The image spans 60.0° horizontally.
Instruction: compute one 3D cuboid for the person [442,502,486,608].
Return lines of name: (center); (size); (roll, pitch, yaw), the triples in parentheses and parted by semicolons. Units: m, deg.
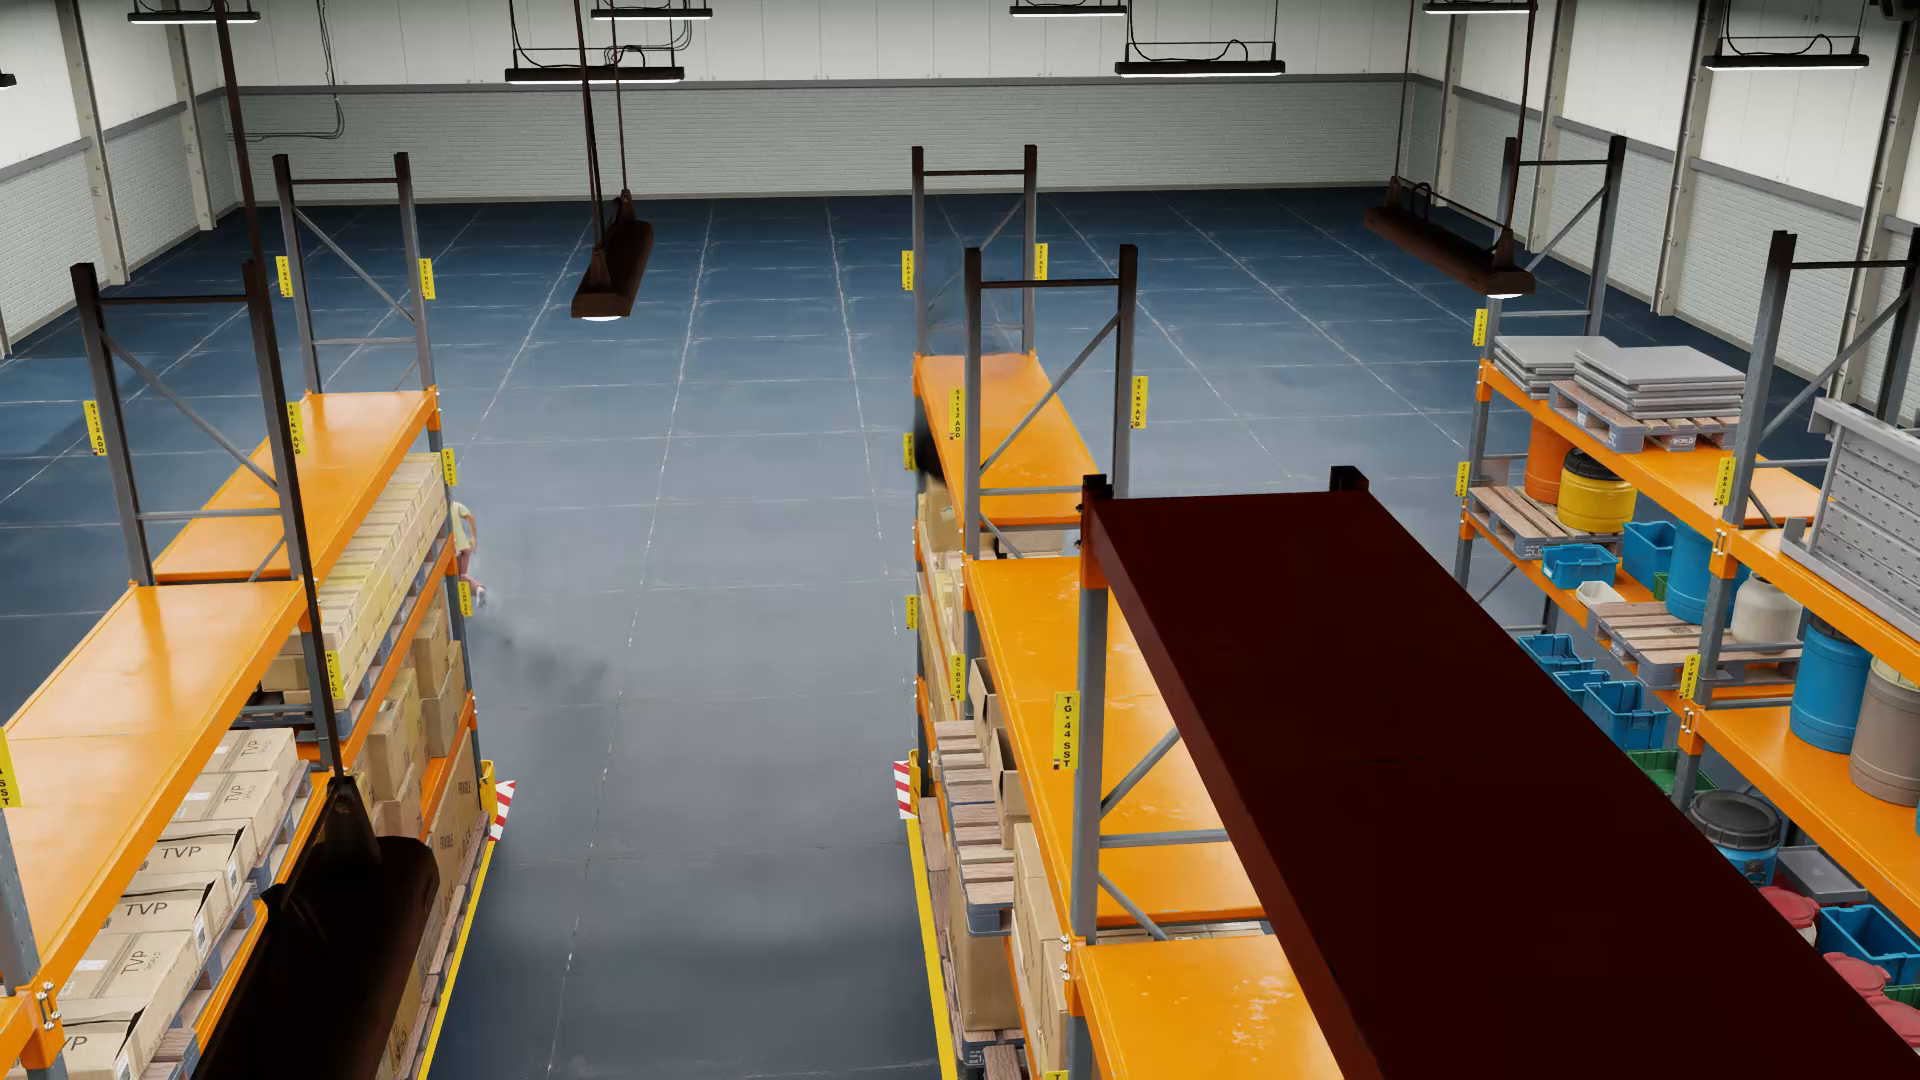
person: (-5.765, 0.175, 19.098); (0.779, 1.612, 0.576); (15, 26, 32)
